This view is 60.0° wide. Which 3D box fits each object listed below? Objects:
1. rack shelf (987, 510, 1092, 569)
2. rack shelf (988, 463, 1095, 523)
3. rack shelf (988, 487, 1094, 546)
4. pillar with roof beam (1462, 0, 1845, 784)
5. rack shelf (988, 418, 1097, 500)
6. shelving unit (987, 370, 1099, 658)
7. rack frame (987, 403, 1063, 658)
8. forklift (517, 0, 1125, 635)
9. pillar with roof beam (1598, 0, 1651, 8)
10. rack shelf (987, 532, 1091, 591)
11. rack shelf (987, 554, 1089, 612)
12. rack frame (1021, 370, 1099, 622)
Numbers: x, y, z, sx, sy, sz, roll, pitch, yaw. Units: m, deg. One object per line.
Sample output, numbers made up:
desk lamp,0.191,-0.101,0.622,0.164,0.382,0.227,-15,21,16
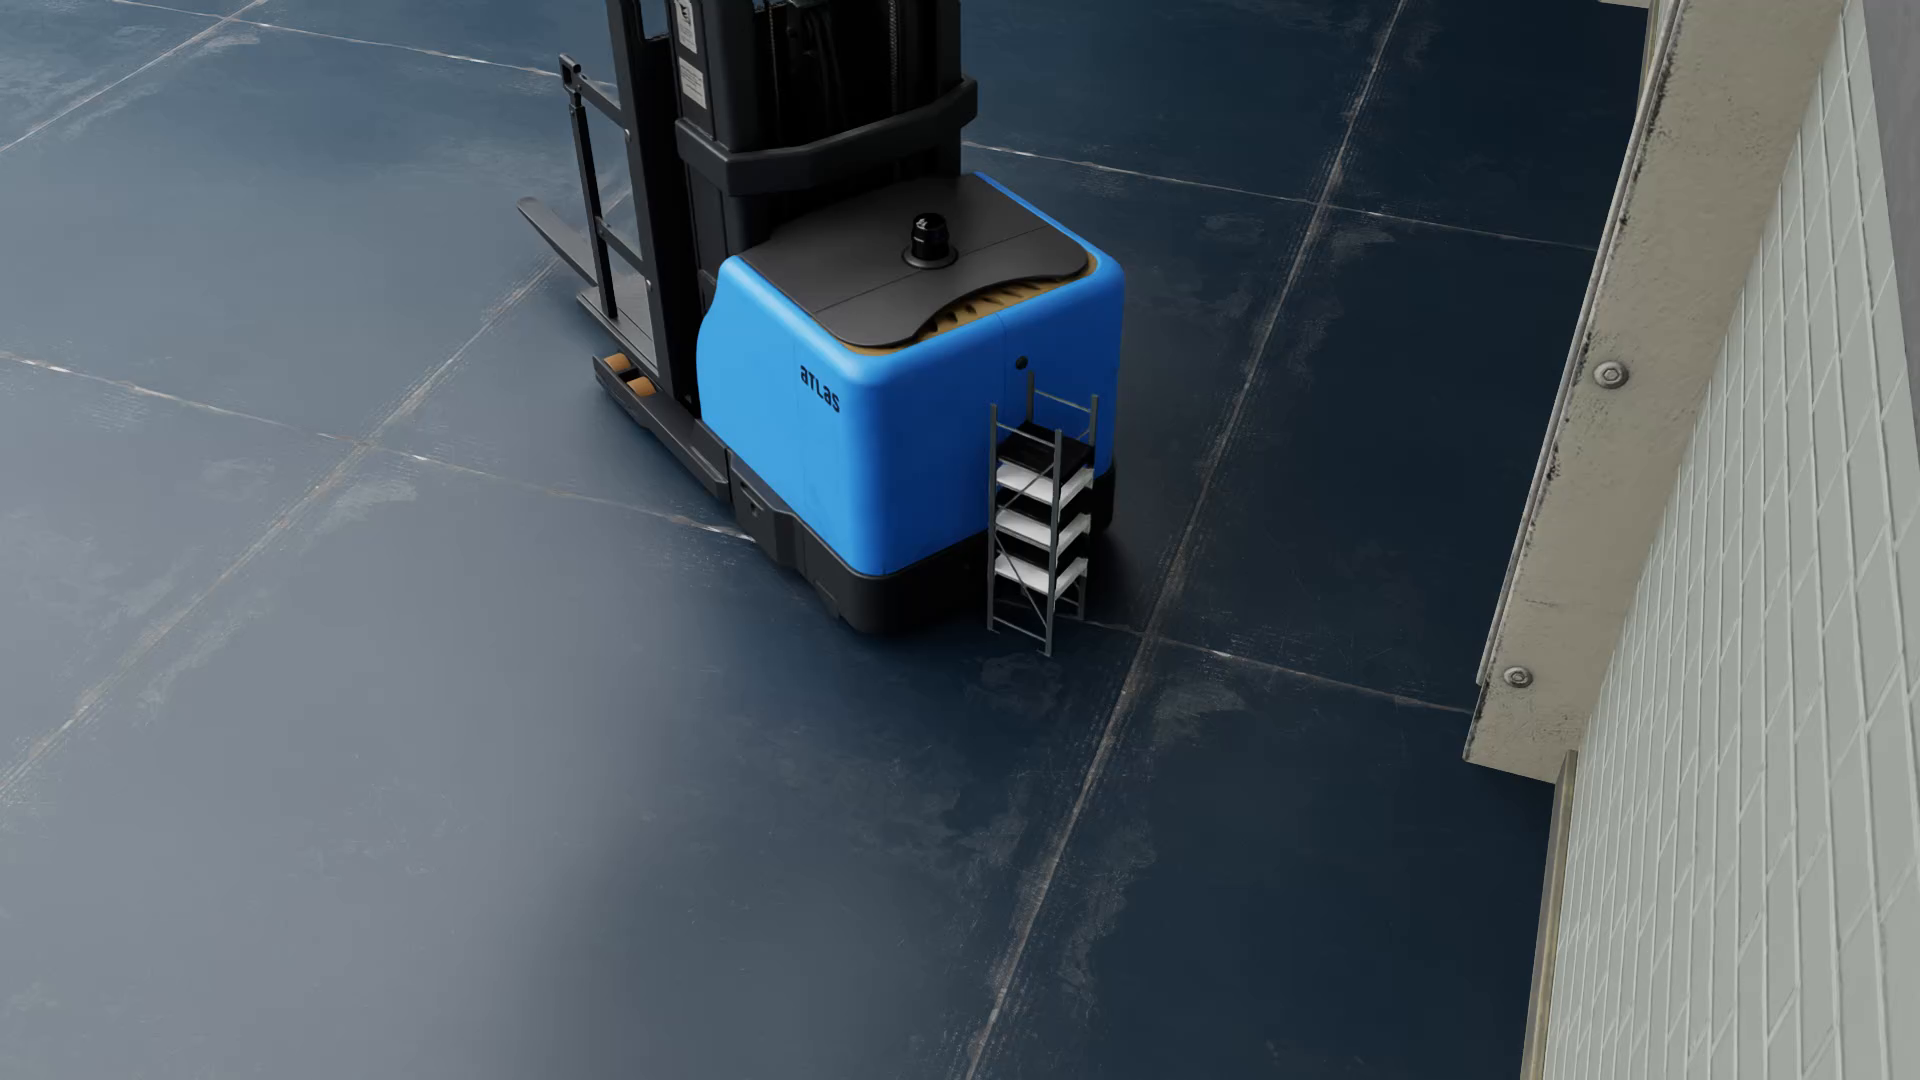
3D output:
rack shelf,0.247,-0.040,5.155,0.258,0.077,0.200,23,46,25
rack shelf,0.247,-0.177,5.038,0.258,0.077,0.200,23,46,25
rack shelf,0.247,-0.108,5.096,0.258,0.077,0.200,23,46,25
pillar with roof beam,-2.329,-3.807,3.279,9.100,9.000,0.400,13,42,15
rack shelf,0.247,-0.245,4.979,0.258,0.077,0.200,23,46,25
shelving unit,0.247,-0.065,5.133,0.258,0.900,0.210,23,46,25
rack frame,0.191,-0.010,5.069,0.240,0.900,0.006,23,46,25
forklift,-0.742,-1.727,5.516,1.130,2.935,3.031,-25,46,-26
pillar with roof beam,-0.277,-7.466,7.568,9.100,9.000,0.400,13,42,15
rack shelf,0.247,0.029,5.213,0.258,0.077,0.200,23,46,25
rack shelf,0.247,0.097,5.272,0.258,0.077,0.200,23,46,25
rack frame,0.303,-0.120,5.197,0.240,0.900,0.006,23,46,25
